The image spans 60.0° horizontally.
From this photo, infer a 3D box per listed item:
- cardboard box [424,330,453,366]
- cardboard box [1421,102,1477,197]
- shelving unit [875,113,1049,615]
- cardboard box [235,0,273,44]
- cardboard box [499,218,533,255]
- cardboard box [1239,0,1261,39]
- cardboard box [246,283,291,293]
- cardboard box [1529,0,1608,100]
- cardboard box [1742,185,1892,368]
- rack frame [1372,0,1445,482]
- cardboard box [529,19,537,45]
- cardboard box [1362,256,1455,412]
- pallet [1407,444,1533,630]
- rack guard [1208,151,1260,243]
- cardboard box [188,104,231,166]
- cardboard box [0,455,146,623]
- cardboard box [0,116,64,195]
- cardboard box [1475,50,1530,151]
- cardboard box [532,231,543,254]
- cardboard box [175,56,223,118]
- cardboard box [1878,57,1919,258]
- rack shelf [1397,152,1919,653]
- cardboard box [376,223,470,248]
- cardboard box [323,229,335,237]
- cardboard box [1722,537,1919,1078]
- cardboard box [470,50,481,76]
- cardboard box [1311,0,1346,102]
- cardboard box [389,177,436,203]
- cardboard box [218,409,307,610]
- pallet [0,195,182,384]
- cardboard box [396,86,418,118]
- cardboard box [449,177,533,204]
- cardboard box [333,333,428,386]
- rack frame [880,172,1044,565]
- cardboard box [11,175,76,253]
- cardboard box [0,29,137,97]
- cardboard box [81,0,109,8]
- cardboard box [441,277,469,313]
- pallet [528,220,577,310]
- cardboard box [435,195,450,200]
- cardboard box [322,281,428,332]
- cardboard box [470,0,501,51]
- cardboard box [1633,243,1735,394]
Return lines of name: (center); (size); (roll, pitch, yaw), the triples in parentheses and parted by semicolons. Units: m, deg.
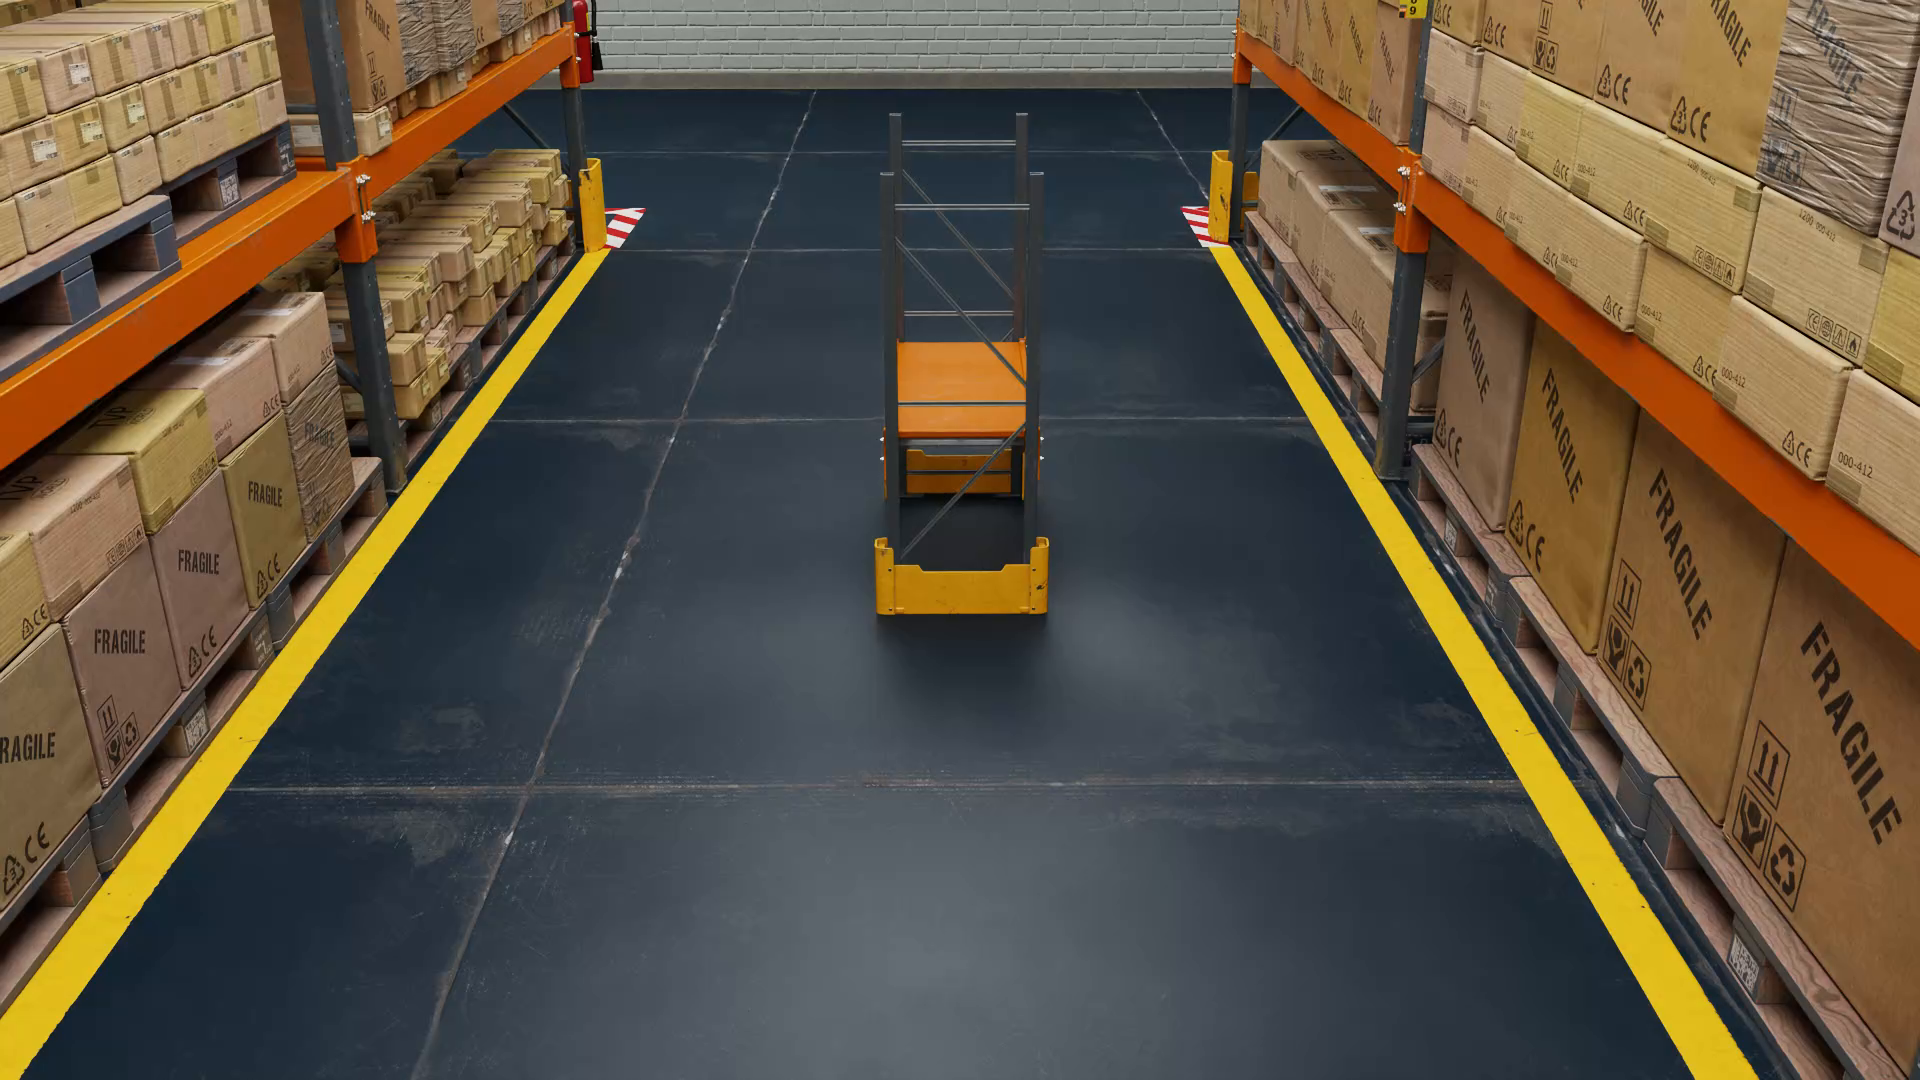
cardboard box: (-2.481, -0.822, 7.378); (0.380, 0.149, 0.250); (0, 24, -1)
cardboard box: (1.949, -1.380, 5.842); (0.500, 0.250, 0.500); (-1, 24, -2)
shelving unit: (0.001, -0.652, 5.871); (0.587, 1.500, 1.083); (0, 24, -1)
cardboard box: (-2.541, -1.750, 5.552); (0.380, 0.149, 0.250); (1, 24, 2)
cardboard box: (-2.467, -1.599, 8.734); (0.380, 0.149, 0.250); (0, 24, 0)
cardboard box: (1.882, -3.125, 9.398); (0.500, 0.500, 0.500); (0, 24, -1)
cardboard box: (-3.047, -0.980, 7.006); (0.380, 0.149, 0.250); (0, 24, 0)
cardboard box: (1.961, -1.533, 4.664); (0.500, 0.500, 0.500); (-1, 24, -2)
cardboard box: (1.983, -0.551, 3.404); (0.500, 0.250, 0.500); (-1, 24, -2)
rack frame: (2.208, -1.630, 6.215); (1.000, 3.000, 0.127); (0, 24, -1)
cardboard box: (-2.515, -2.761, 9.020); (0.380, 0.149, 0.250); (0, 24, -1)
cardboard box: (2.308, -0.914, 7.229); (0.875, 0.438, 0.875); (-1, 24, -1)
pallet: (2.292, -0.042, 6.087); (1.003, 0.211, 1.213); (0, 24, -1)
rack guard: (2.164, -2.150, 10.396); (1.175, 0.500, 0.348); (0, 24, -1)
cardboard box: (-2.534, -1.271, 5.215); (0.380, 0.149, 0.250); (0, 24, -1)
cardboard box: (-2.461, -0.010, 4.247); (0.500, 0.250, 0.500); (0, 24, 0)
cardboard box: (-2.524, -0.973, 4.195); (0.380, 0.149, 0.250); (1, 24, 1)
cardboard box: (1.964, -1.393, 5.264); (0.500, 0.250, 0.500); (0, 24, 0)
cardboard box: (-2.549, -1.676, 9.267); (0.380, 0.149, 0.250); (0, 24, -1)
cardboard box: (-2.535, -1.405, 5.151); (0.380, 0.149, 0.250); (1, 24, 2)
cardboard box: (1.984, -0.695, 2.812); (0.500, 0.500, 0.500); (-1, 24, -2)
rack shelf: (2.230, -0.478, 4.541); (1.077, 0.370, 4.000); (0, 24, -1)
cardboard box: (-2.565, -1.415, 7.967); (0.380, 0.149, 0.250); (-1, 24, -3)
cardboard box: (-3.093, -1.412, 7.961); (0.380, 0.149, 0.250); (-1, 24, -2)
cardboard box: (2.327, 0.510, 3.552); (0.875, 0.875, 0.875); (0, 24, -1)
cardboard box: (-2.553, -2.327, 8.059); (0.380, 0.149, 0.250); (0, 24, 0)
cardboard box: (1.916, -2.285, 7.541); (0.500, 0.500, 0.500); (-1, 24, -1)
cardboard box: (-3.035, -1.841, 8.910); (0.380, 0.149, 0.250); (-1, 24, -3)
cardboard box: (-2.476, -0.104, 5.363); (0.500, 0.500, 0.500); (-1, 24, -2)
pallet: (-2.760, -0.646, 4.272); (1.003, 0.211, 1.213); (0, 24, -1)
cardboard box: (-2.546, -1.898, 7.111); (0.380, 0.149, 0.250); (-1, 24, -3)
cardboard box: (-2.511, -1.844, 8.916); (0.380, 0.149, 0.250); (-1, 24, -3)
cardboard box: (-2.425, -0.745, 6.847); (0.380, 0.149, 0.250); (1, 24, 2)
rack frame: (0.006, -0.439, 5.400); (0.500, 1.500, 0.032); (0, 24, -1)
cardboard box: (-2.518, -0.834, 4.249); (0.380, 0.149, 0.250); (-1, 24, -2)
cardboard box: (-2.534, -1.323, 4.609); (0.380, 0.149, 0.250); (-1, 24, -2)
cardboard box: (-3.029, -1.946, 6.430); (0.500, 0.500, 0.500); (0, 24, 0)
cardboard box: (-2.536, -1.174, 7.795); (0.380, 0.149, 0.250); (1, 24, 2)
pallet: (-2.810, -1.578, 9.483); (1.003, 0.211, 1.213); (0, 24, -1)
cardboard box: (-2.998, -1.812, 9.205); (0.380, 0.149, 0.250); (0, 24, 0)
cardboard box: (-2.481, -0.987, 7.019); (0.380, 0.149, 0.250); (1, 24, 2)
cardboard box: (-2.512, -2.585, 7.844); (0.500, 0.500, 0.500); (1, 24, 2)
cardboard box: (1.976, -0.539, 3.984); (0.500, 0.250, 0.500); (0, 24, -1)
